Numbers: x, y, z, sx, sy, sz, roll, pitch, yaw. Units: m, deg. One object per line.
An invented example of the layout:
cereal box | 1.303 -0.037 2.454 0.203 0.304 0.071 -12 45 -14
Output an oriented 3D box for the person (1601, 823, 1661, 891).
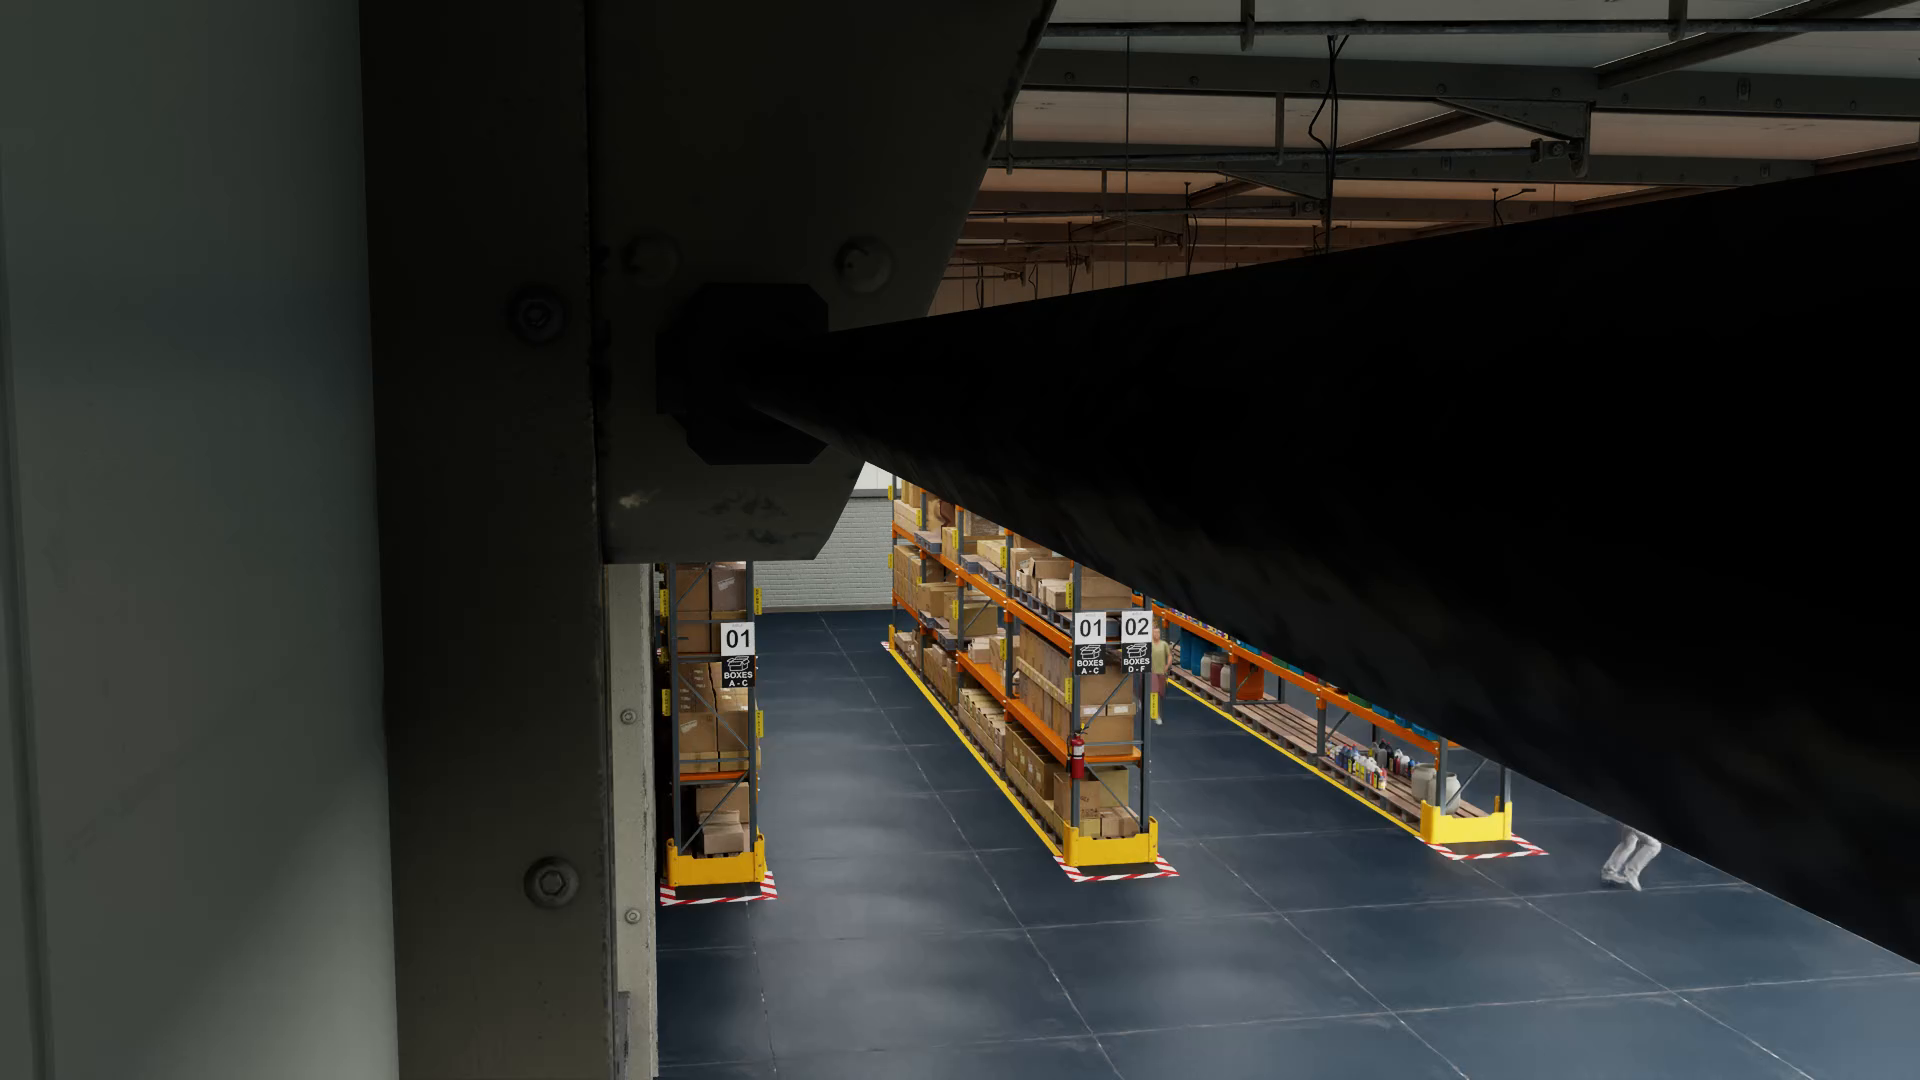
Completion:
person | 8.087 3.304 19.923 0.700 1.783 0.629 2 7 19

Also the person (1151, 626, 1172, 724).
person | 3.341 2.278 28.461 0.593 1.649 0.770 -1 6 -9
